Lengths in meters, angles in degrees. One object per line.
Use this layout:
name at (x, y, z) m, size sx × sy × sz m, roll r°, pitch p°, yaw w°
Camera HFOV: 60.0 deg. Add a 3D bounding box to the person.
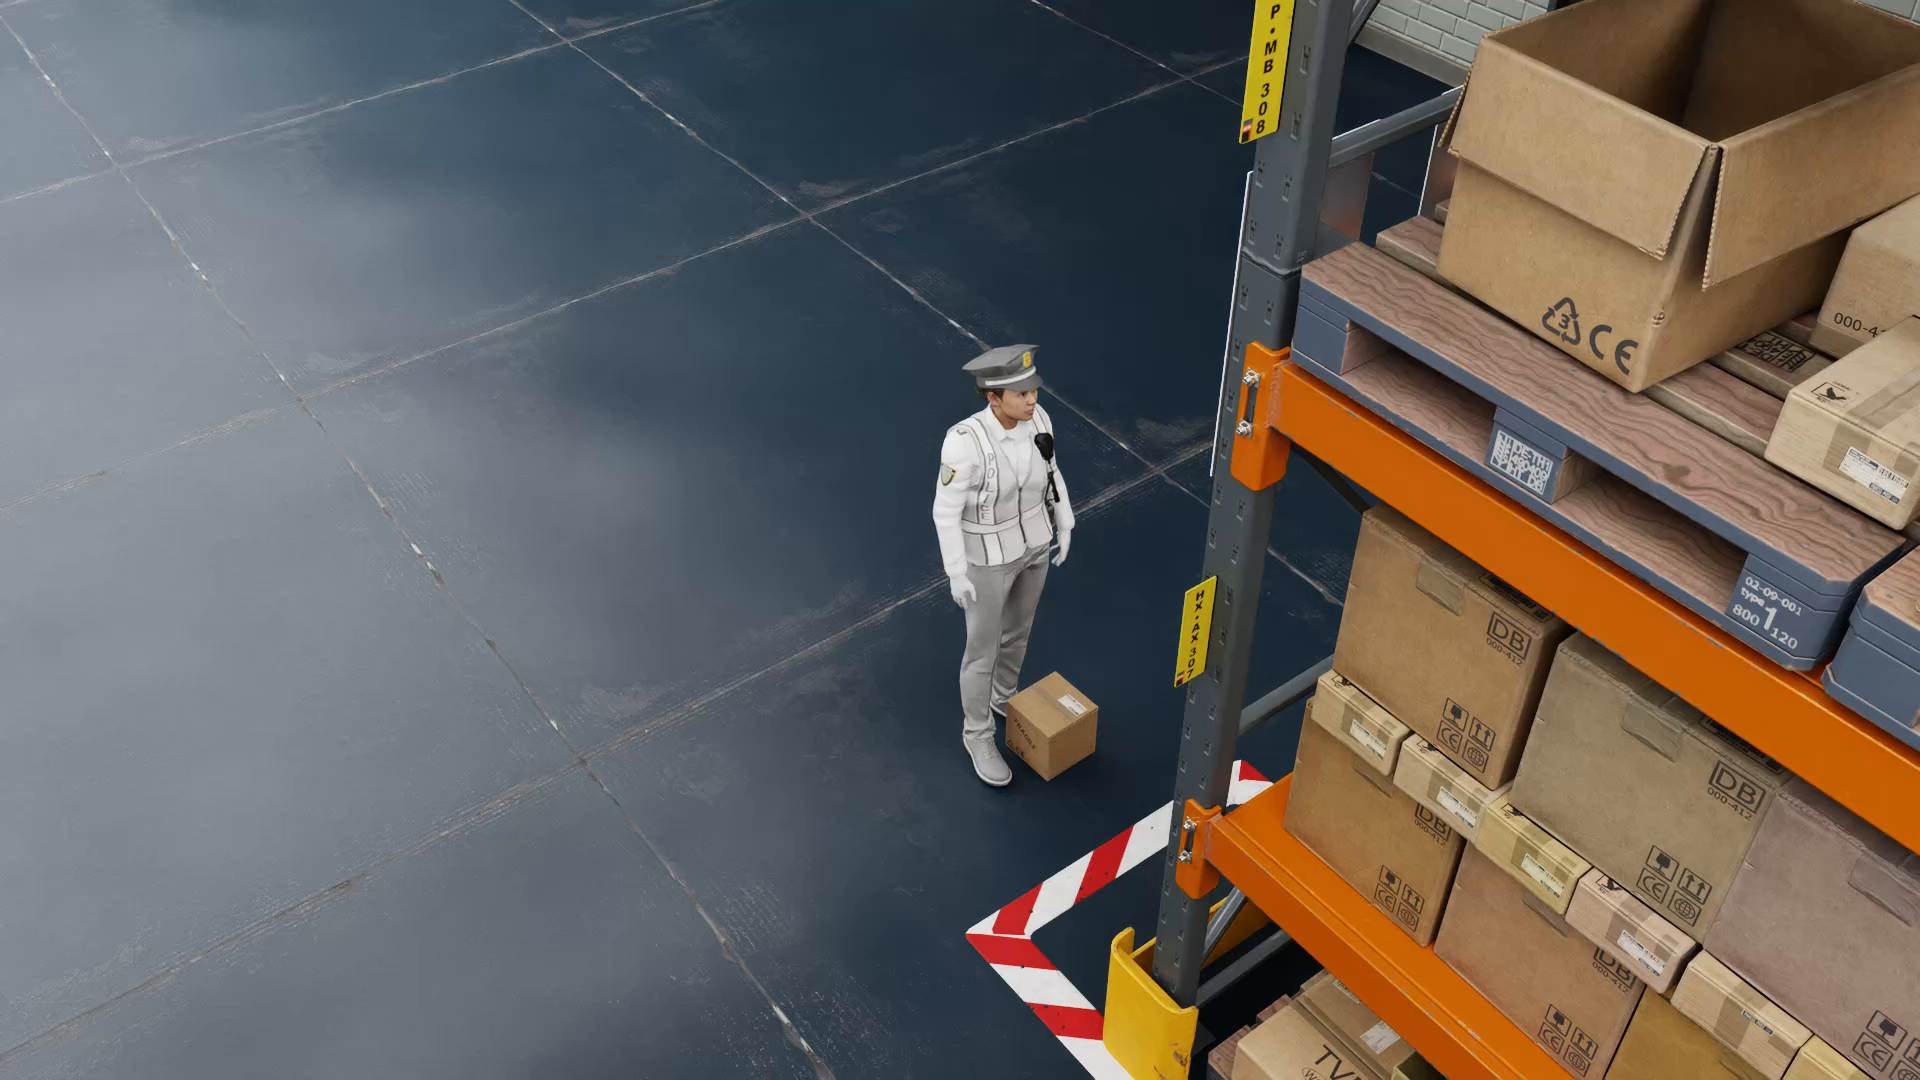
person at (0.204, 0.065, 6.041) m, size 0.588 × 1.697 × 0.533 m, roll -26°, pitch 47°, yaw -27°
